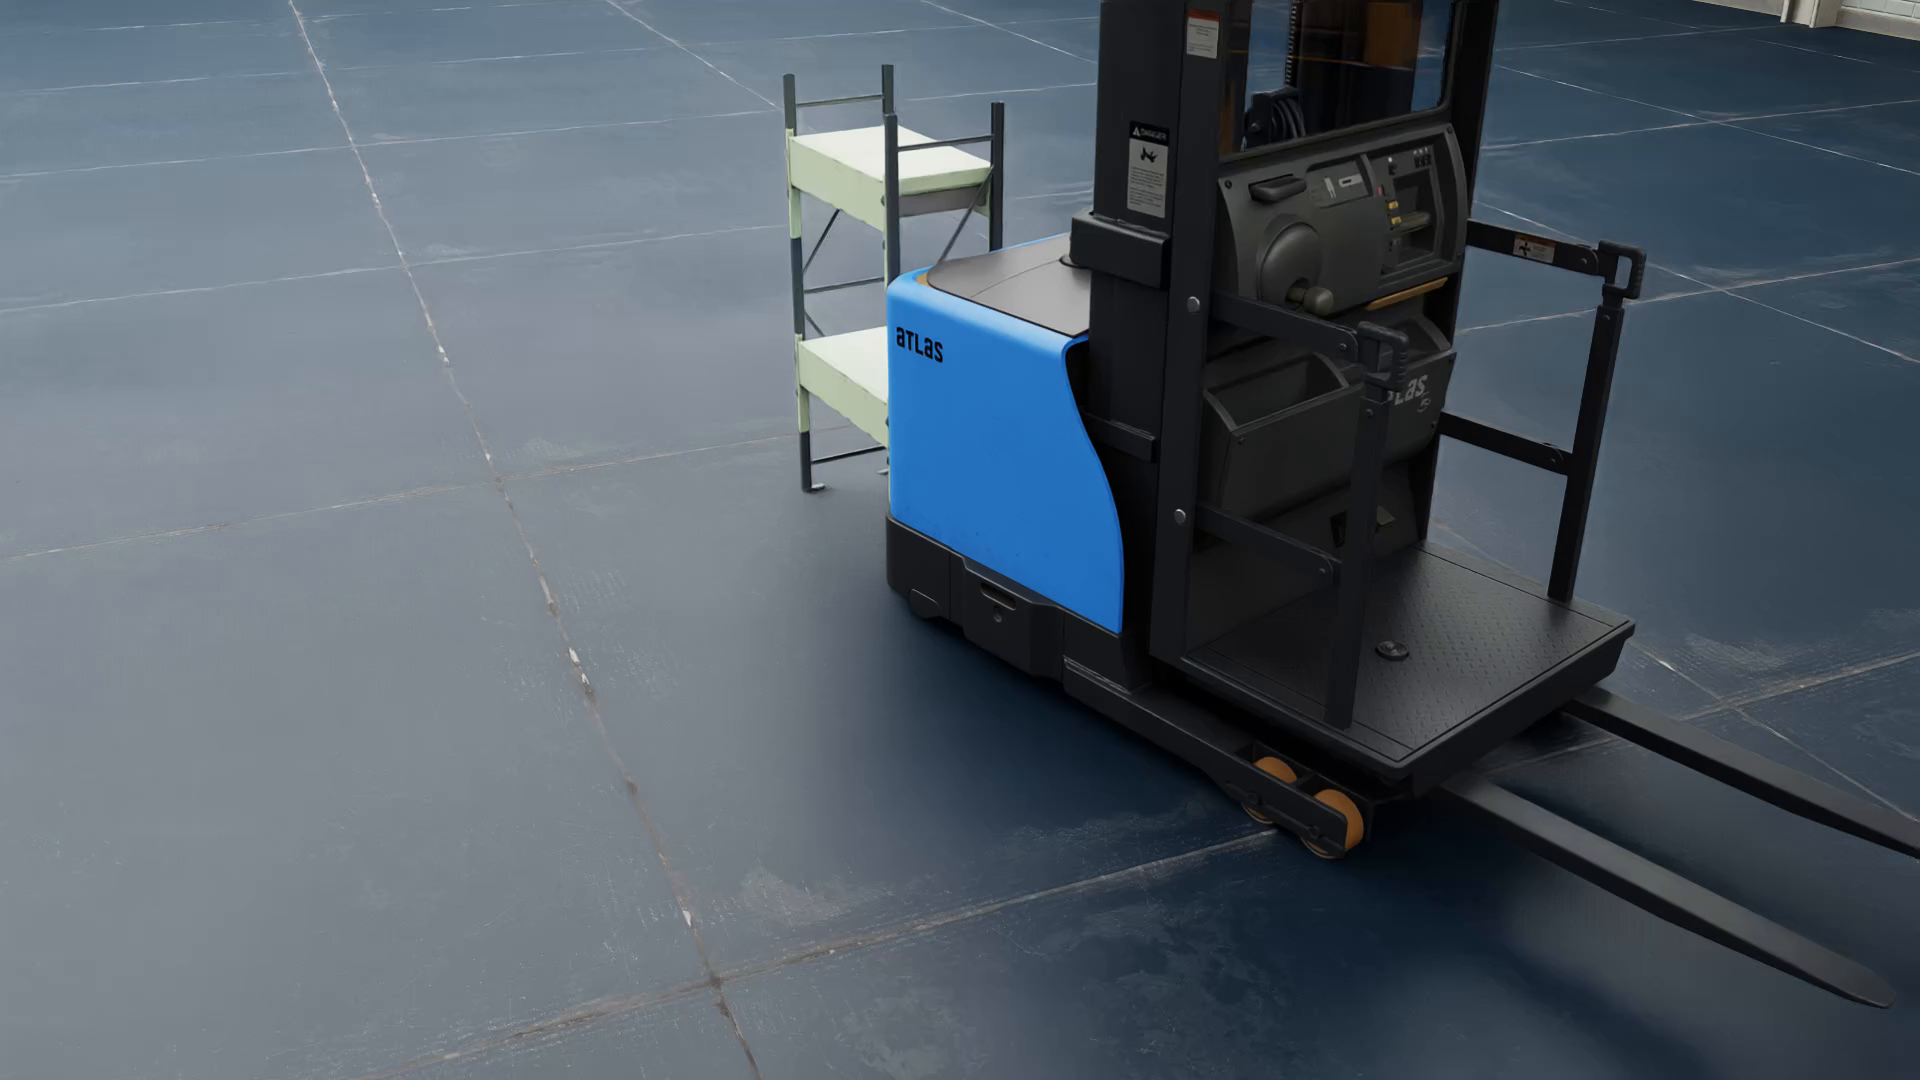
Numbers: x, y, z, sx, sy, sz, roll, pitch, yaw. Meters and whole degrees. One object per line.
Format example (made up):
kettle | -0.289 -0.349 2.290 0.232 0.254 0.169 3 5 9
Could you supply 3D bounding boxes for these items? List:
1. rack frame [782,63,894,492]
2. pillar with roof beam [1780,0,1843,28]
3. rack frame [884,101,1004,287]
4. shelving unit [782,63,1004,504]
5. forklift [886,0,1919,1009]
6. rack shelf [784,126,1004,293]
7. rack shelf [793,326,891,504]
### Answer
rack frame | -0.406 -0.898 5.880 0.400 1.500 0.023 -14 29 -26
pillar with roof beam | 4.101 -8.211 12.311 9.100 9.000 0.400 -11 28 -21
rack frame | -0.045 -0.619 5.307 0.400 1.500 0.023 -14 29 -26
shelving unit | -0.225 -0.758 5.593 0.431 1.500 0.755 -14 29 -26
forklift | 1.111 -0.779 4.004 1.130 2.935 3.031 -21 33 -36
rack shelf | -0.225 -1.109 5.422 0.431 0.370 0.720 -14 29 -26
rack shelf | -0.225 -0.465 5.737 0.431 0.370 0.720 -14 29 -26
